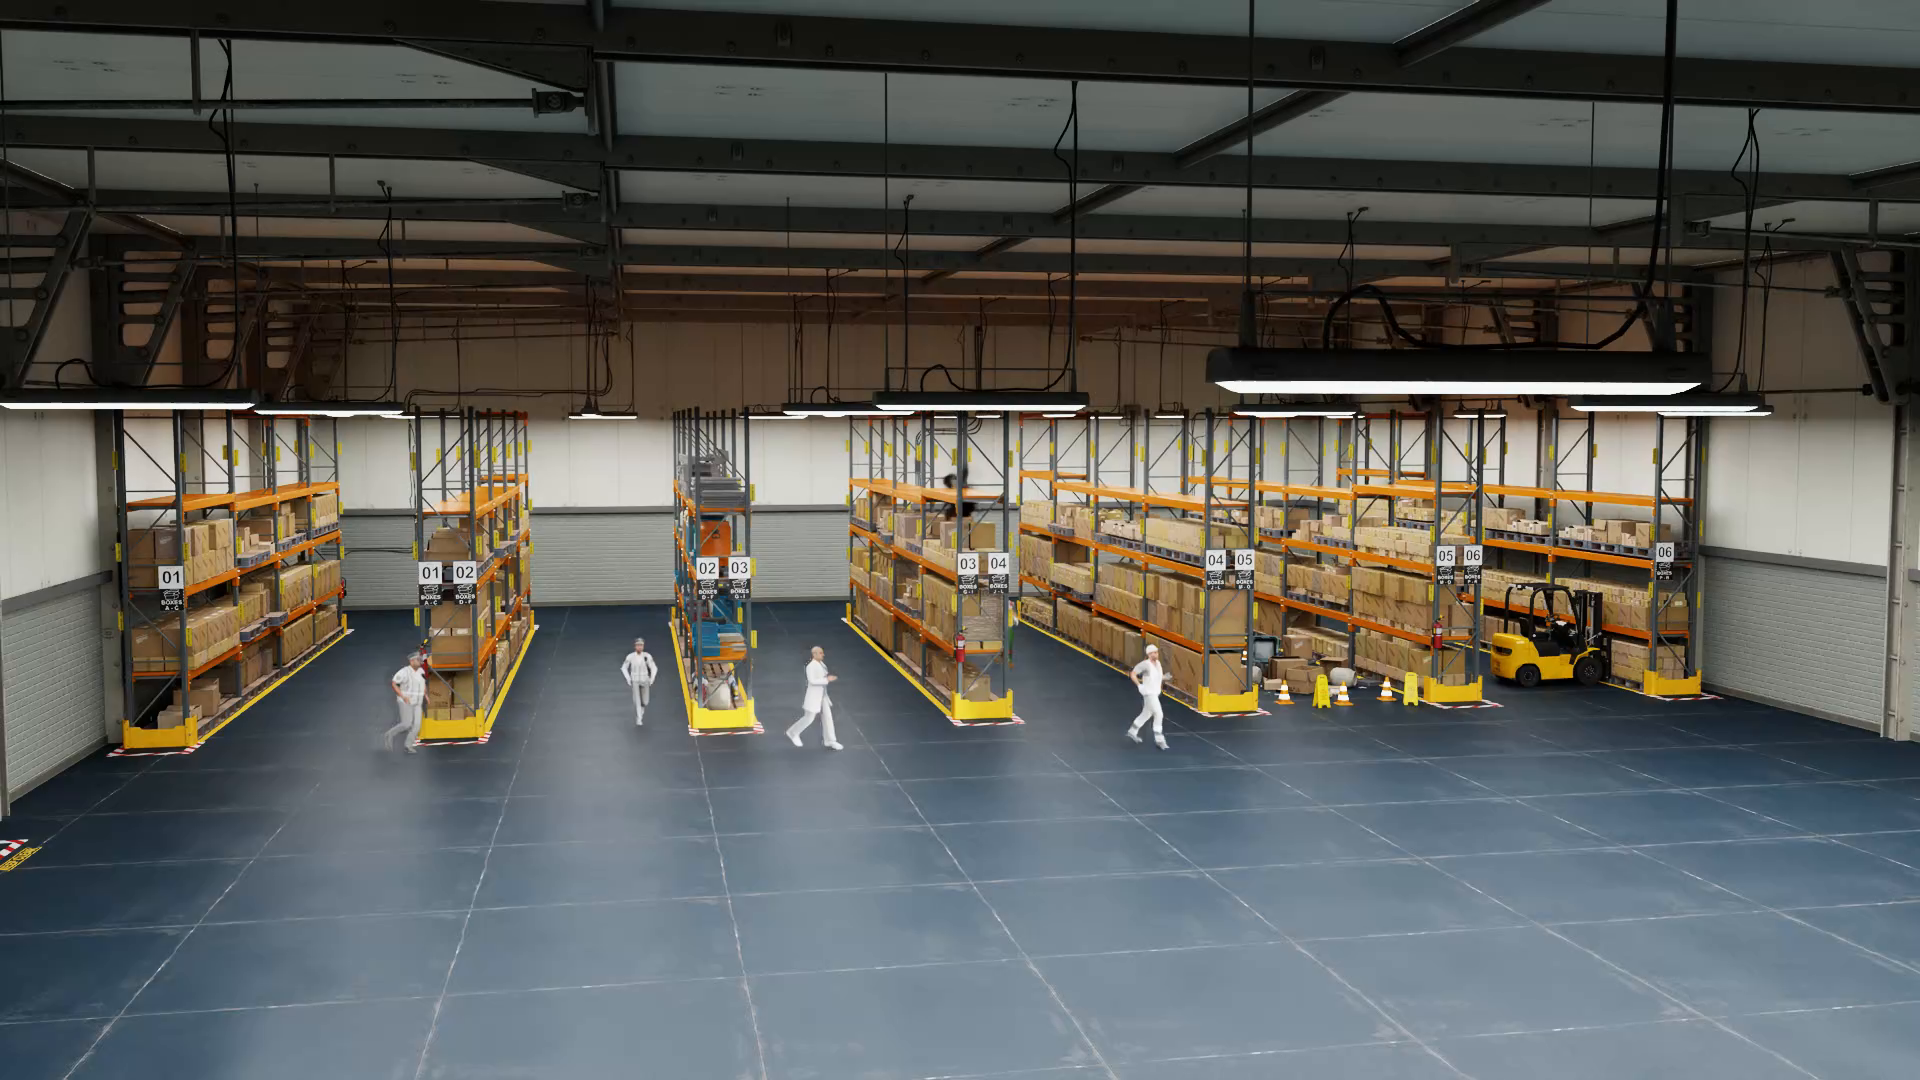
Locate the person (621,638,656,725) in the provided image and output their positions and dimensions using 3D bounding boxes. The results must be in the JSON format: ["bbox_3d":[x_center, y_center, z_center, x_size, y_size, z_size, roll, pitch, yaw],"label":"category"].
[{"bbox_3d":[-6.074,2.657,31.476,0.656,1.637,0.656,-1,4,-17],"label":"person"}]

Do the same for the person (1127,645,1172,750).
[{"bbox_3d":[3.351,2.746,29.295,0.866,1.832,0.624,2,5,30],"label":"person"}]

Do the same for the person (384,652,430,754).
[{"bbox_3d":[-9.570,2.807,28.947,0.659,1.737,0.742,2,5,29],"label":"person"}]

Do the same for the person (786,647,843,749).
[{"bbox_3d":[-2.532,2.738,28.983,1.061,1.776,0.697,2,4,21],"label":"person"}]

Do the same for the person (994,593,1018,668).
[{"bbox_3d":[1.047,2.052,38.960,0.684,1.810,0.881,-2,4,-20],"label":"person"}]
